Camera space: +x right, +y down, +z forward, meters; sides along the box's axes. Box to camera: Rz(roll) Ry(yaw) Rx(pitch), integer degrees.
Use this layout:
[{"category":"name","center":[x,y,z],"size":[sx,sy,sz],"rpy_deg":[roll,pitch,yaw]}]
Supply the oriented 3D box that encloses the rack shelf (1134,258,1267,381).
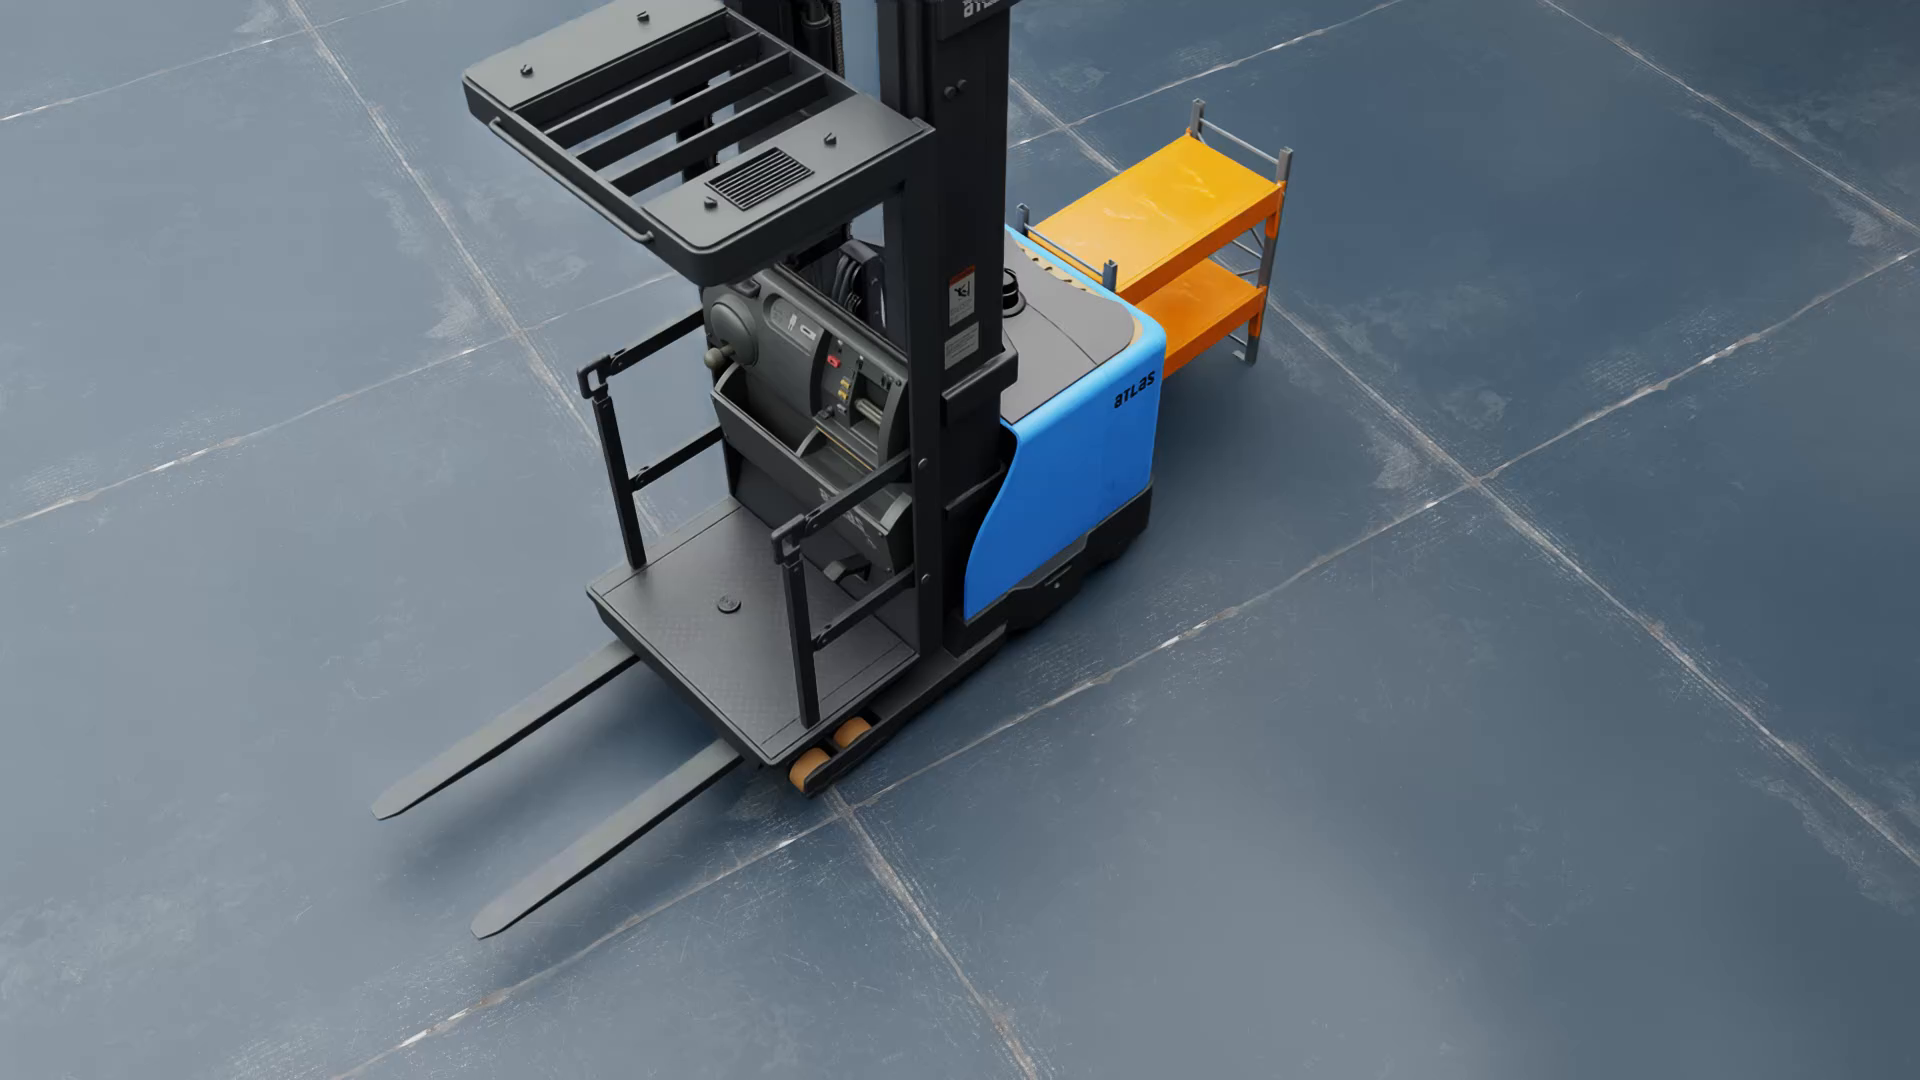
[{"category":"rack shelf","center":[0.764,-0.865,7.039],"size":[1.000,0.278,0.538],"rpy_deg":[-35,57,-27]}]

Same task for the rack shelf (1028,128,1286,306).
[{"category":"rack shelf","center":[0.764,-1.222,6.638],"size":[1.000,0.278,0.538],"rpy_deg":[-35,57,-27]}]

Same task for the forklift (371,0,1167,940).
[{"category":"forklift","center":[-0.657,-0.519,5.195],"size":[3.031,2.935,1.130],"rpy_deg":[-35,57,-27]}]

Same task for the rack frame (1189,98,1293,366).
[{"category":"rack frame","center":[1.133,-1.289,7.090],"size":[0.032,1.125,0.500],"rpy_deg":[-35,57,-27]}]

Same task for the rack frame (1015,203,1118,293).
[{"category":"rack frame","center":[0.396,-0.766,6.624],"size":[0.032,1.125,0.500],"rpy_deg":[-35,57,-27]}]

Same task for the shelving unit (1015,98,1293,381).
[{"category":"shelving unit","center":[0.764,-1.027,6.857],"size":[1.048,1.125,0.538],"rpy_deg":[-35,57,-27]}]
